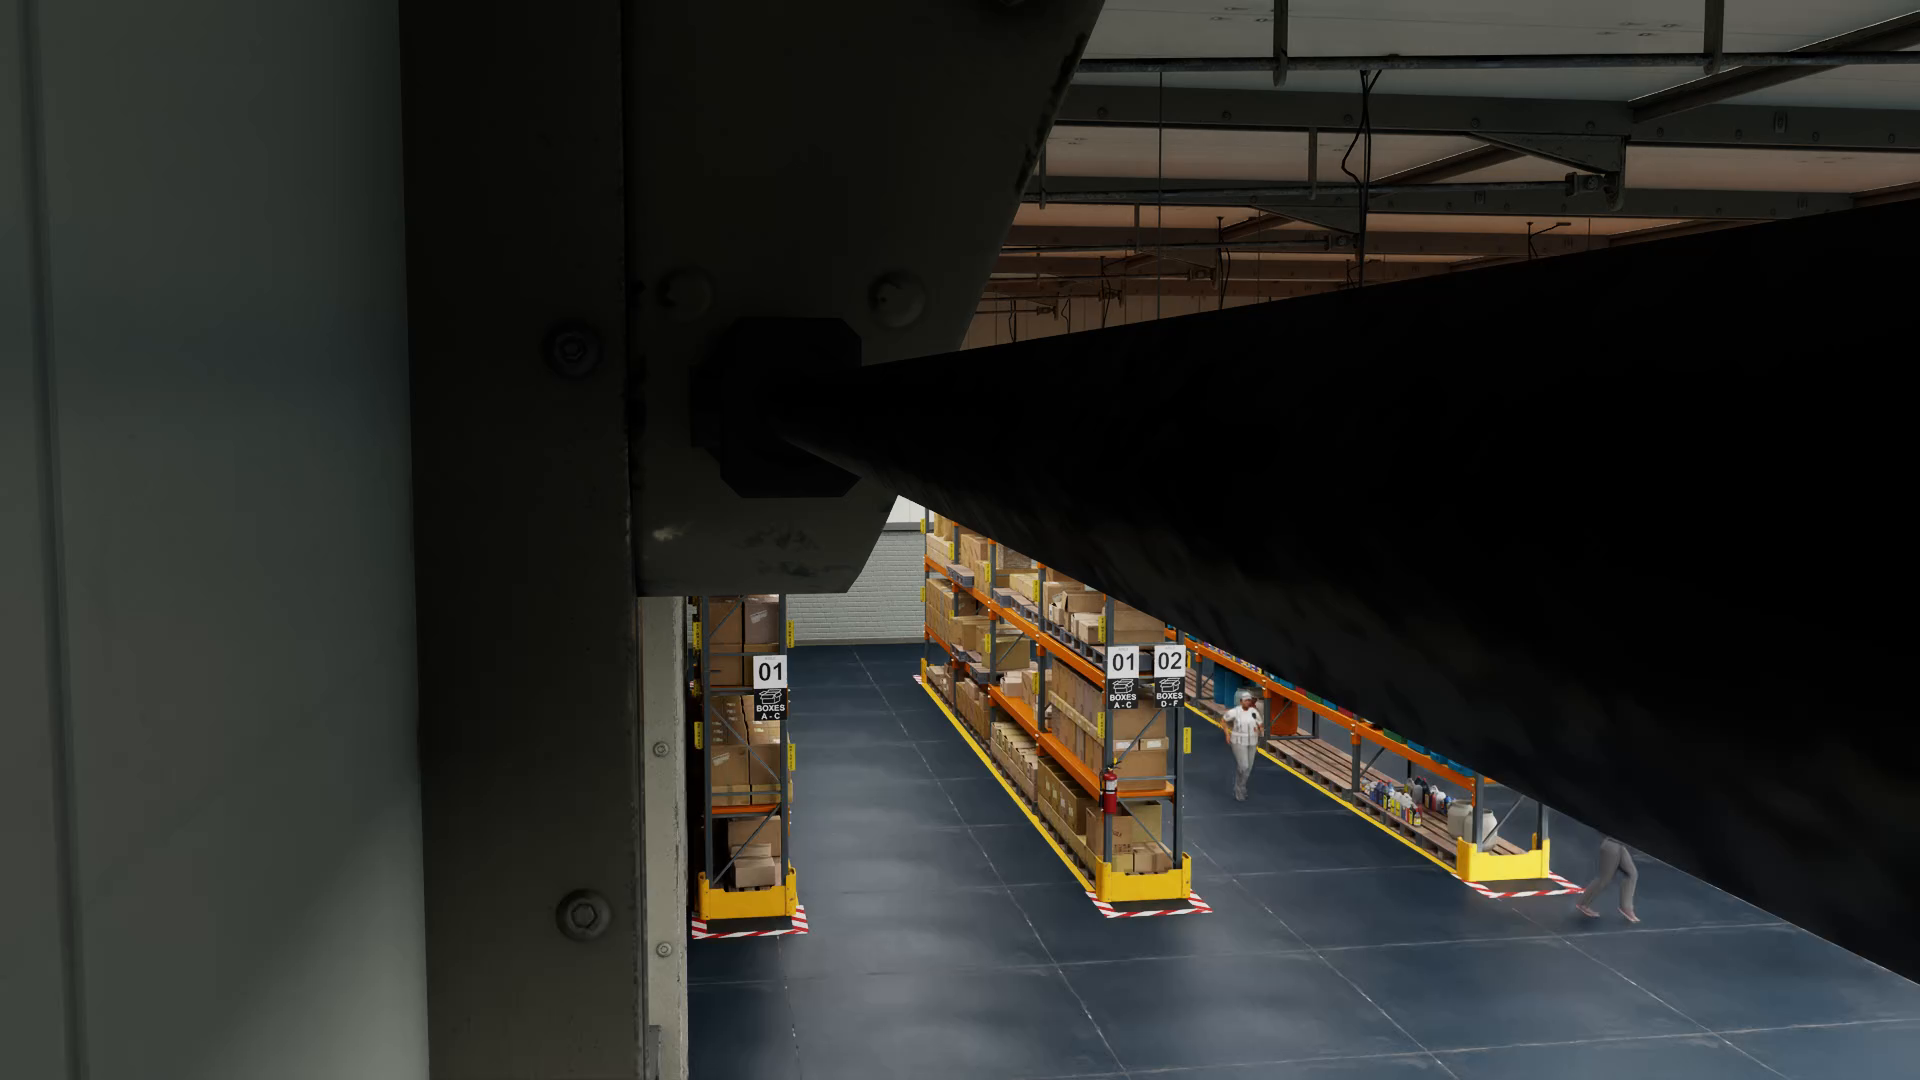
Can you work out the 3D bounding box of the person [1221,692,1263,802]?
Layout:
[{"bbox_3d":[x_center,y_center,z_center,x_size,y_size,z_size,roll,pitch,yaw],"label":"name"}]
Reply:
[{"bbox_3d":[4.447,3.225,25.996,0.577,1.712,0.705,-2,5,-18],"label":"person"}]

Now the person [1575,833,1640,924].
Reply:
[{"bbox_3d":[7.825,3.753,19.965,0.776,1.711,0.555,2,6,26],"label":"person"}]
